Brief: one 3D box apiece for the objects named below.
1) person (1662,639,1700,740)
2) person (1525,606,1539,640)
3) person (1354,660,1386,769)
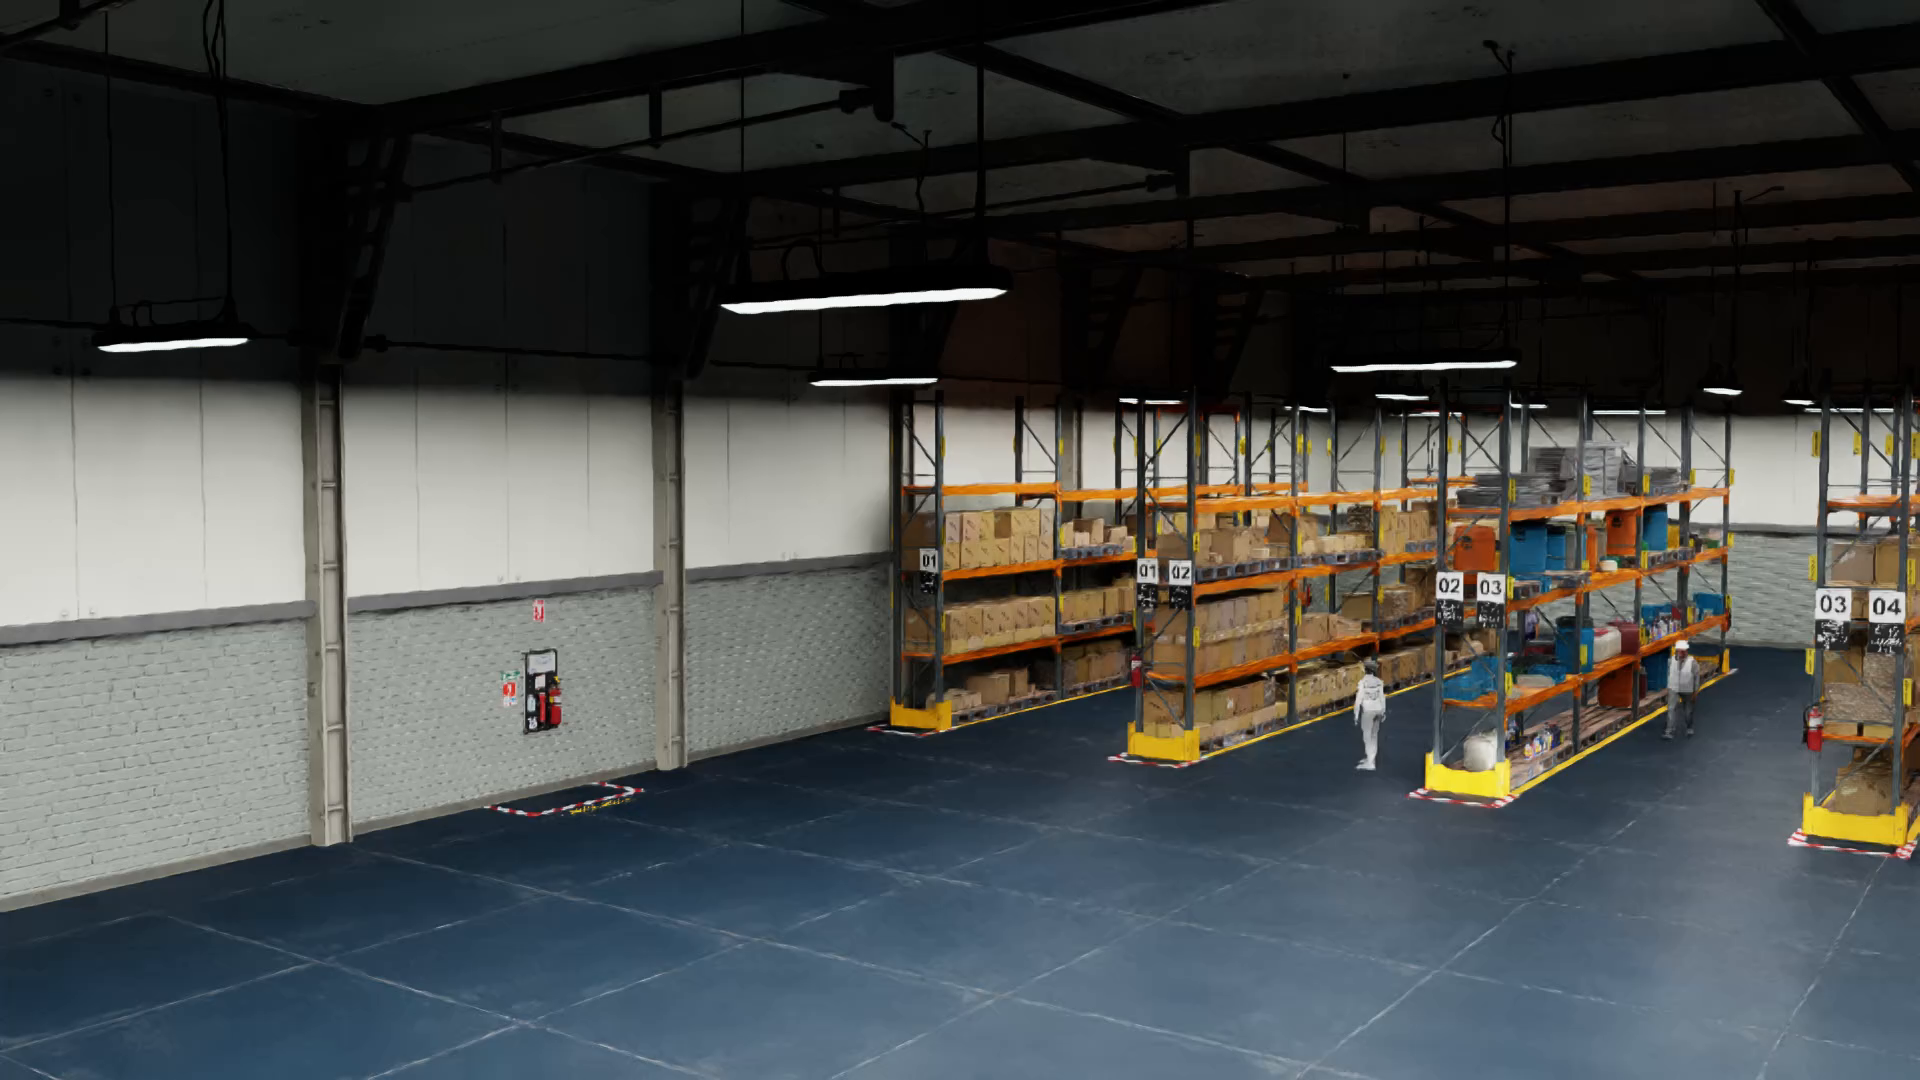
[{"bbox_3d":[12.351,2.542,28.423,0.543,1.700,1.119,2,4,33],"label":"person"},{"bbox_3d":[12.600,2.129,36.854,0.493,1.589,1.000,2,4,34],"label":"person"},{"bbox_3d":[6.361,2.698,25.862,0.571,1.667,0.543,-2,4,-27],"label":"person"}]
